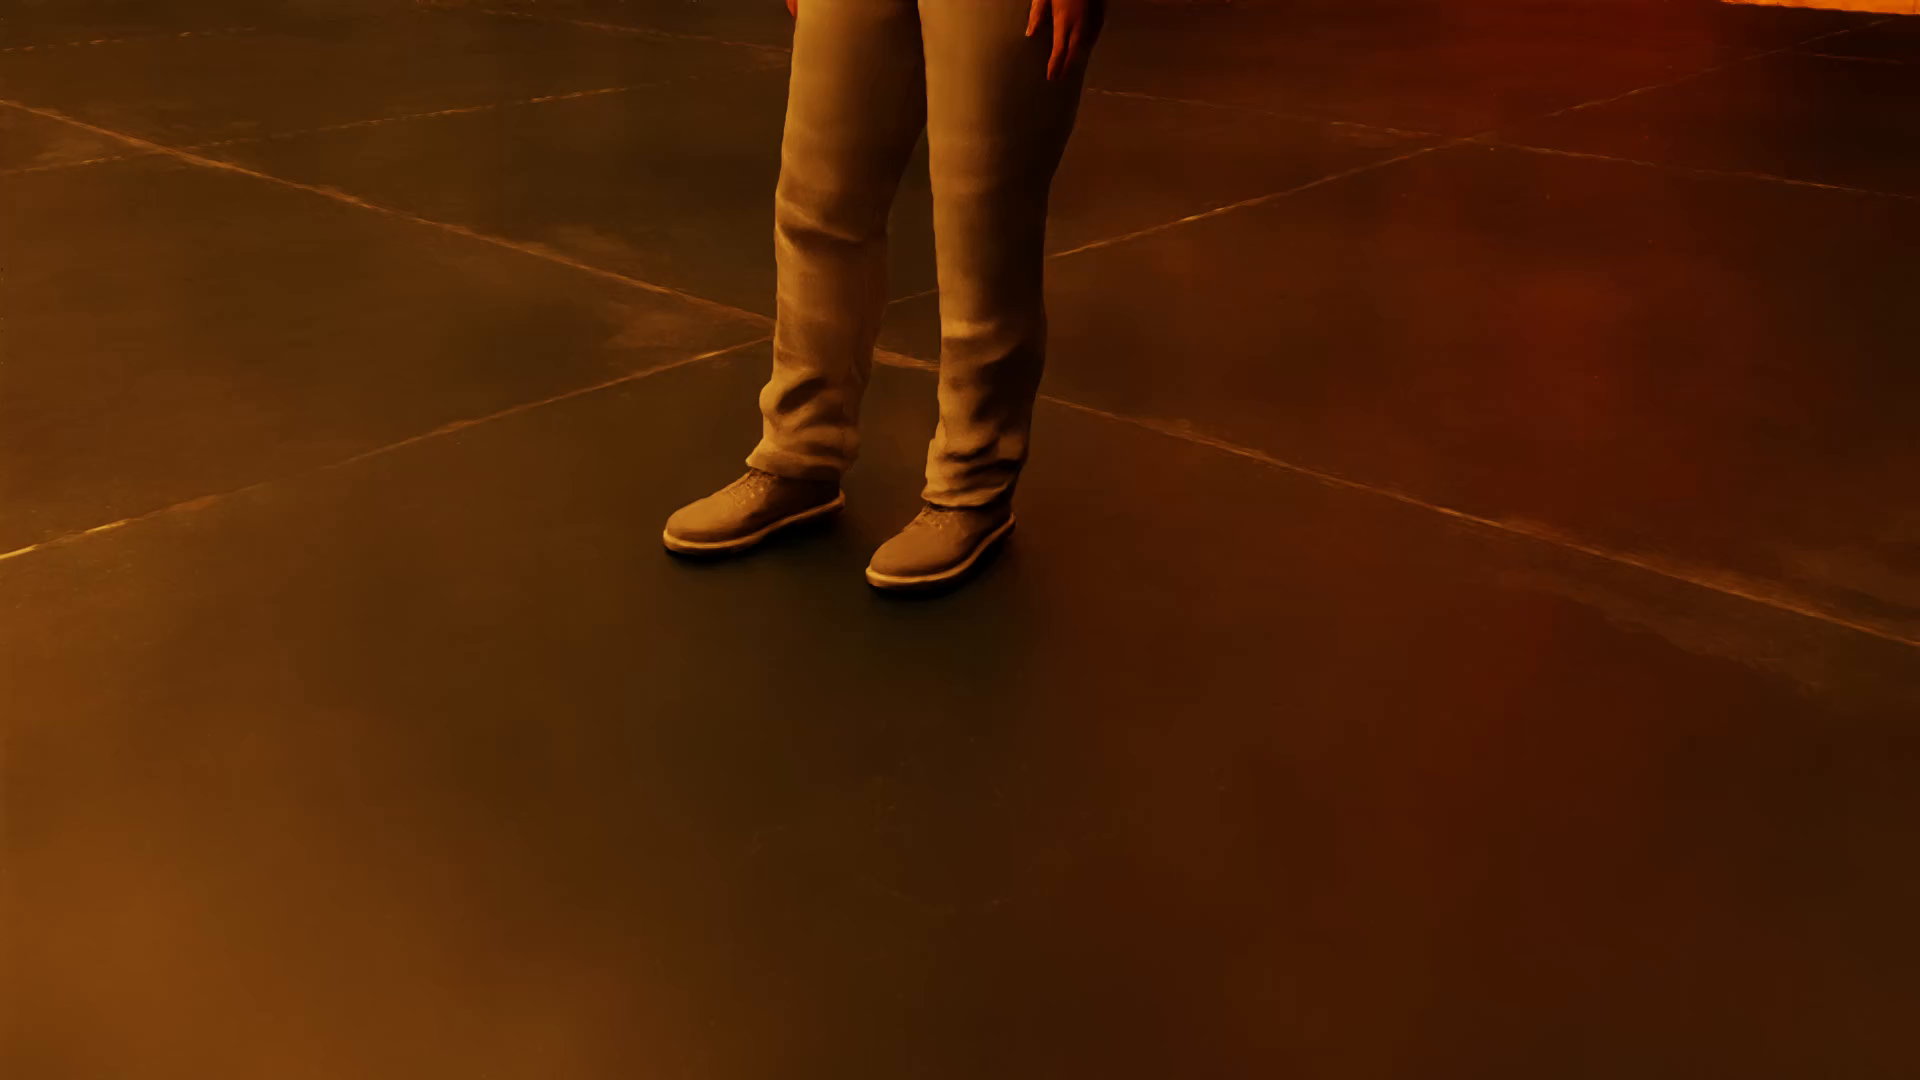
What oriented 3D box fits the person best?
[{"bbox_3d":[-0.068,-0.753,2.124,0.598,1.669,0.529,20,31,38],"label":"person"}]
